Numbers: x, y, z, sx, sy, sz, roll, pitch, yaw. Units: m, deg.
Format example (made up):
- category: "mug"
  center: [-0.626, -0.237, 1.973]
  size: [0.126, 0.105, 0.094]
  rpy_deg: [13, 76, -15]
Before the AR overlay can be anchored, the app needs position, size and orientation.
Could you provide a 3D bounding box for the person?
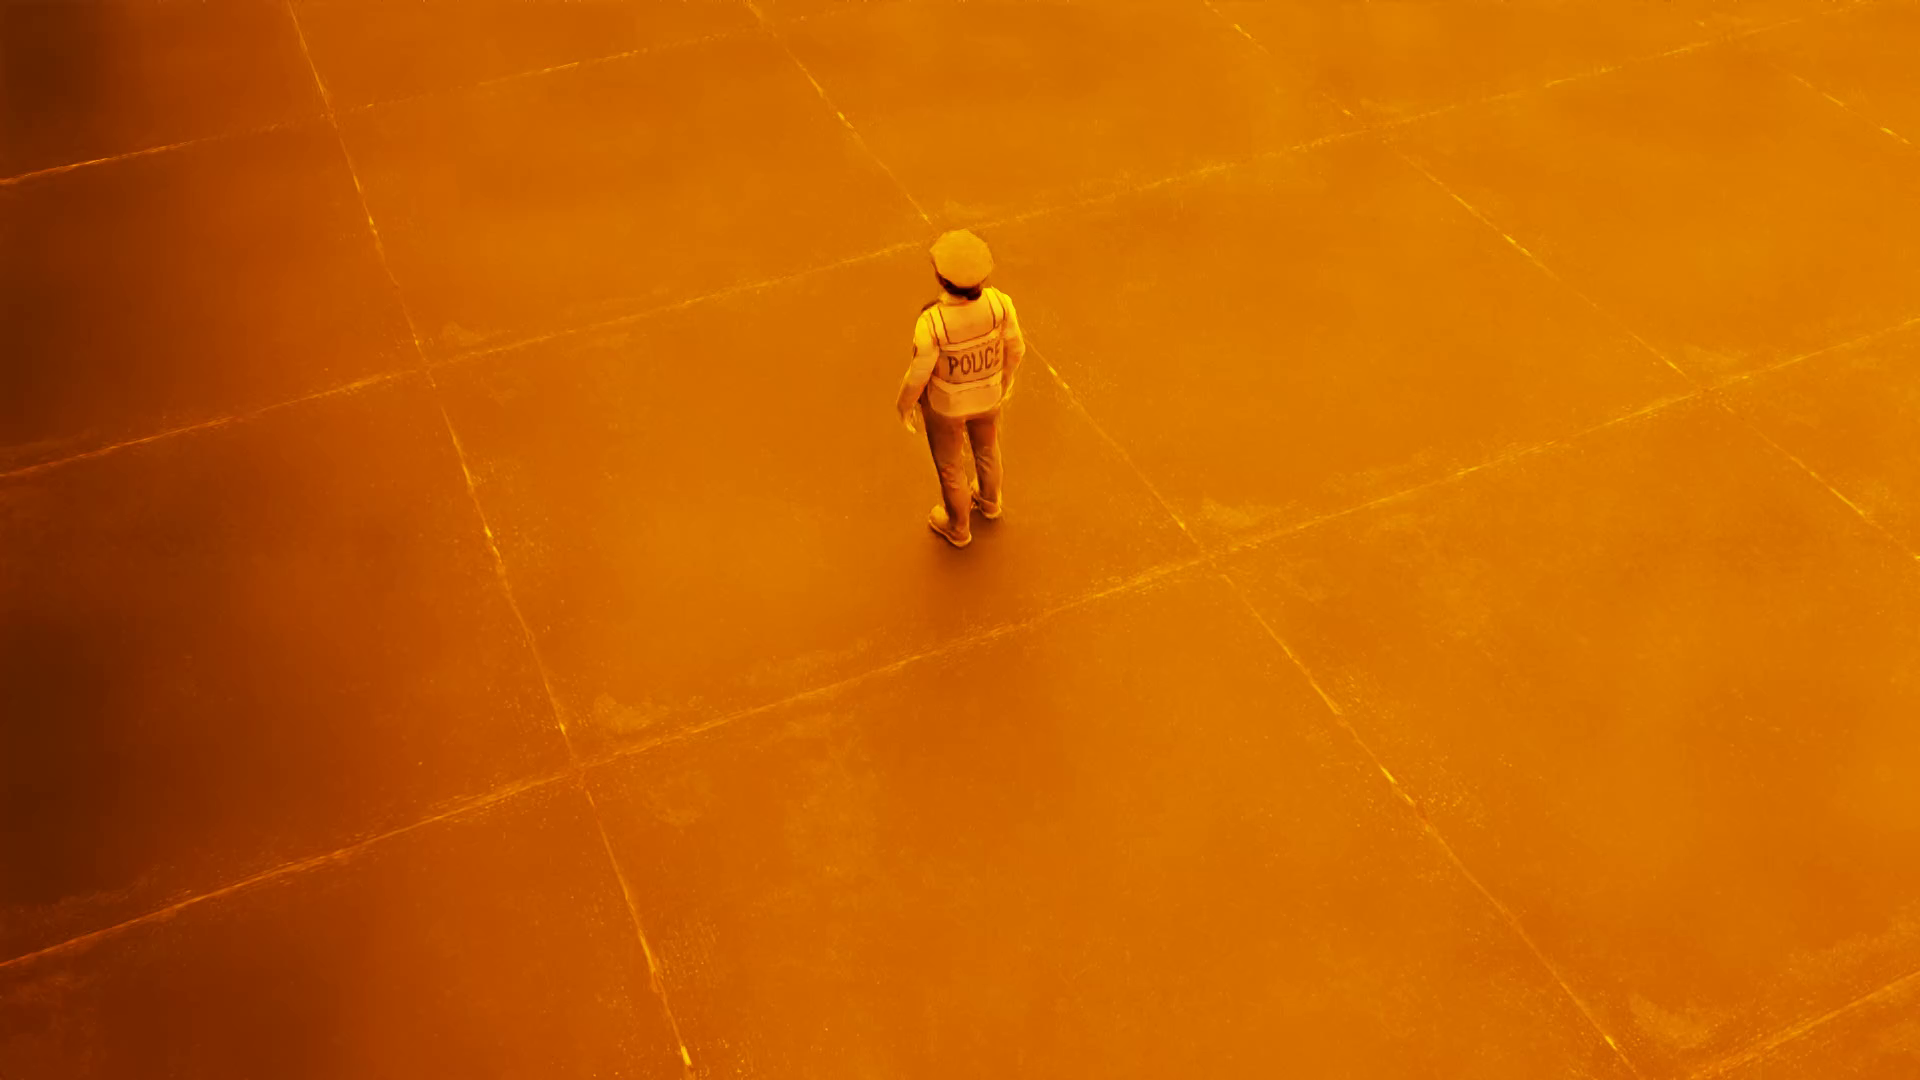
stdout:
- category: "person"
  center: [-0.022, -0.669, 7.292]
  size: [0.586, 1.695, 0.533]
  rpy_deg: [-18, 46, -18]
